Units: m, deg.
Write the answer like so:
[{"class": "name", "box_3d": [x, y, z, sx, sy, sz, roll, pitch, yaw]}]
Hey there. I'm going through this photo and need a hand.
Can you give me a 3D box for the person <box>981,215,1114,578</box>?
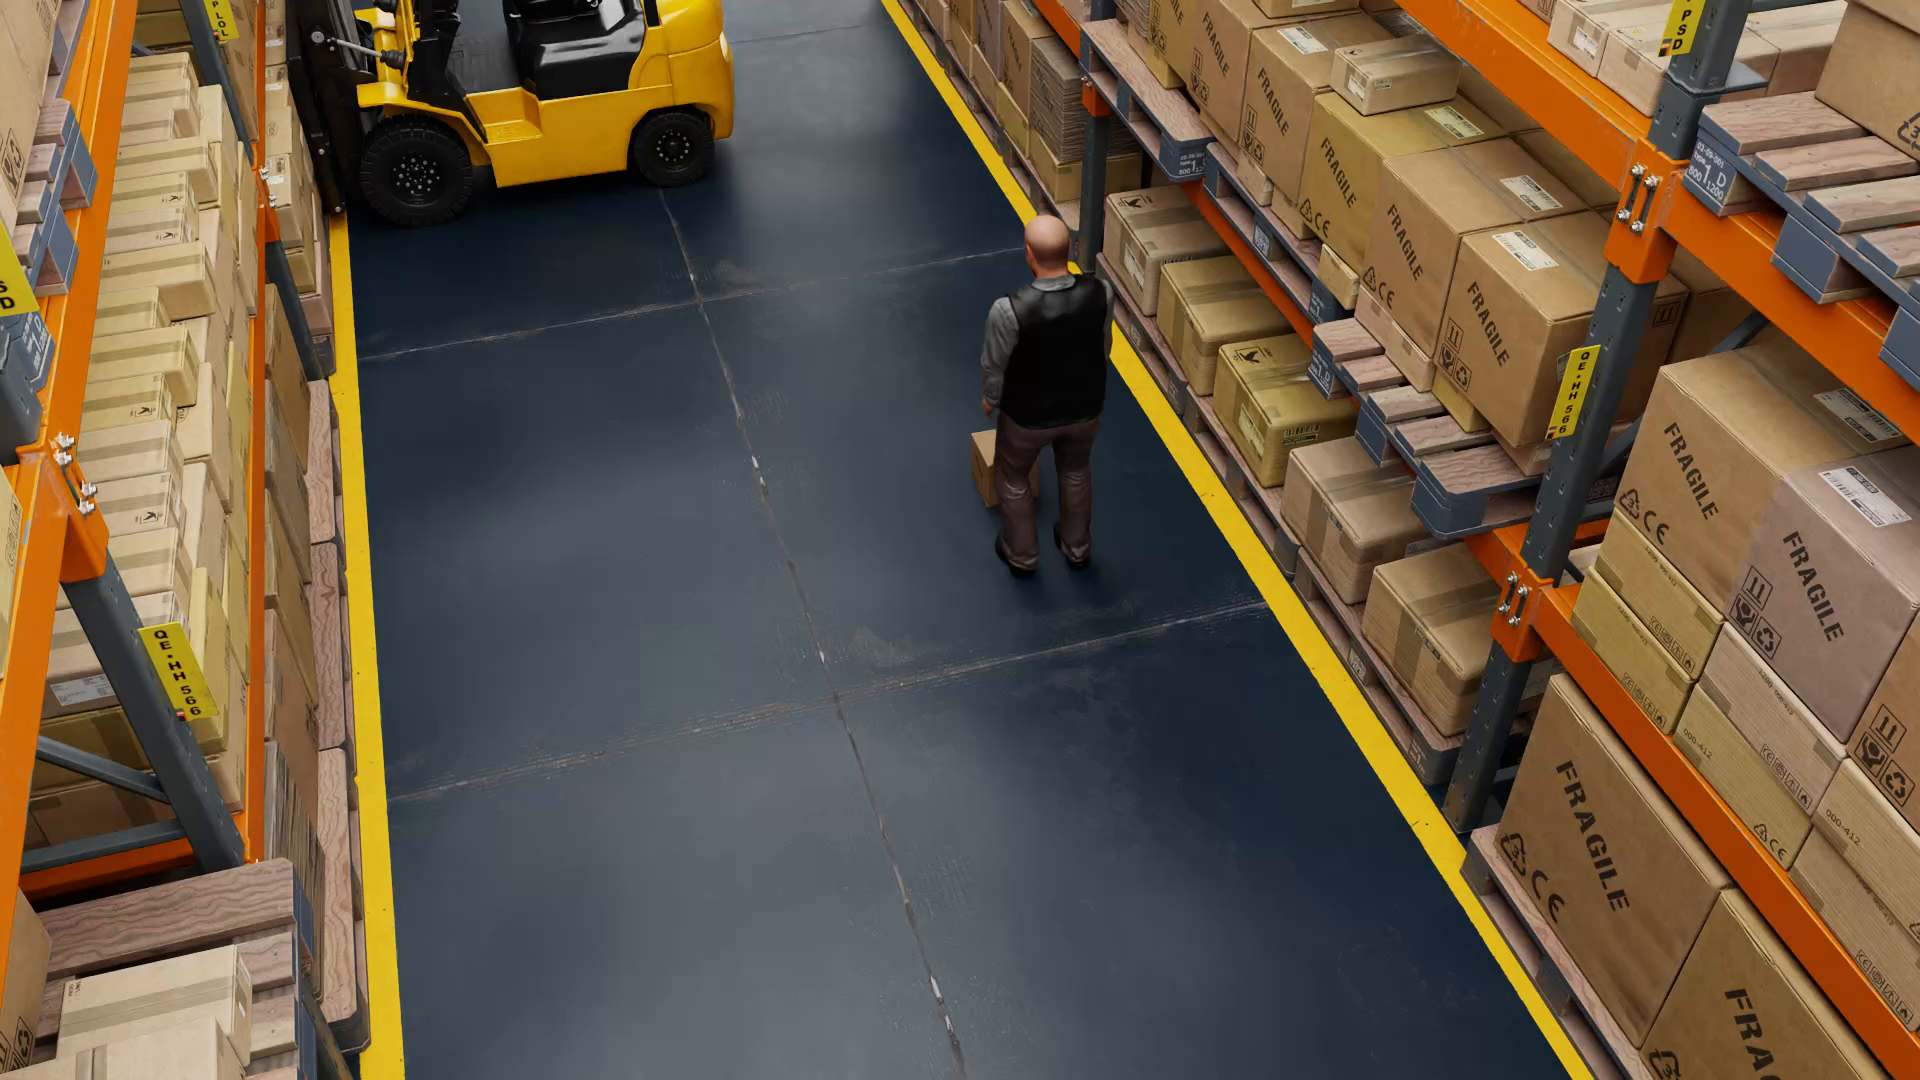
[{"class": "person", "box_3d": [0.346, -0.545, 6.810, 0.546, 1.697, 0.385, -11, 43, -12]}]
